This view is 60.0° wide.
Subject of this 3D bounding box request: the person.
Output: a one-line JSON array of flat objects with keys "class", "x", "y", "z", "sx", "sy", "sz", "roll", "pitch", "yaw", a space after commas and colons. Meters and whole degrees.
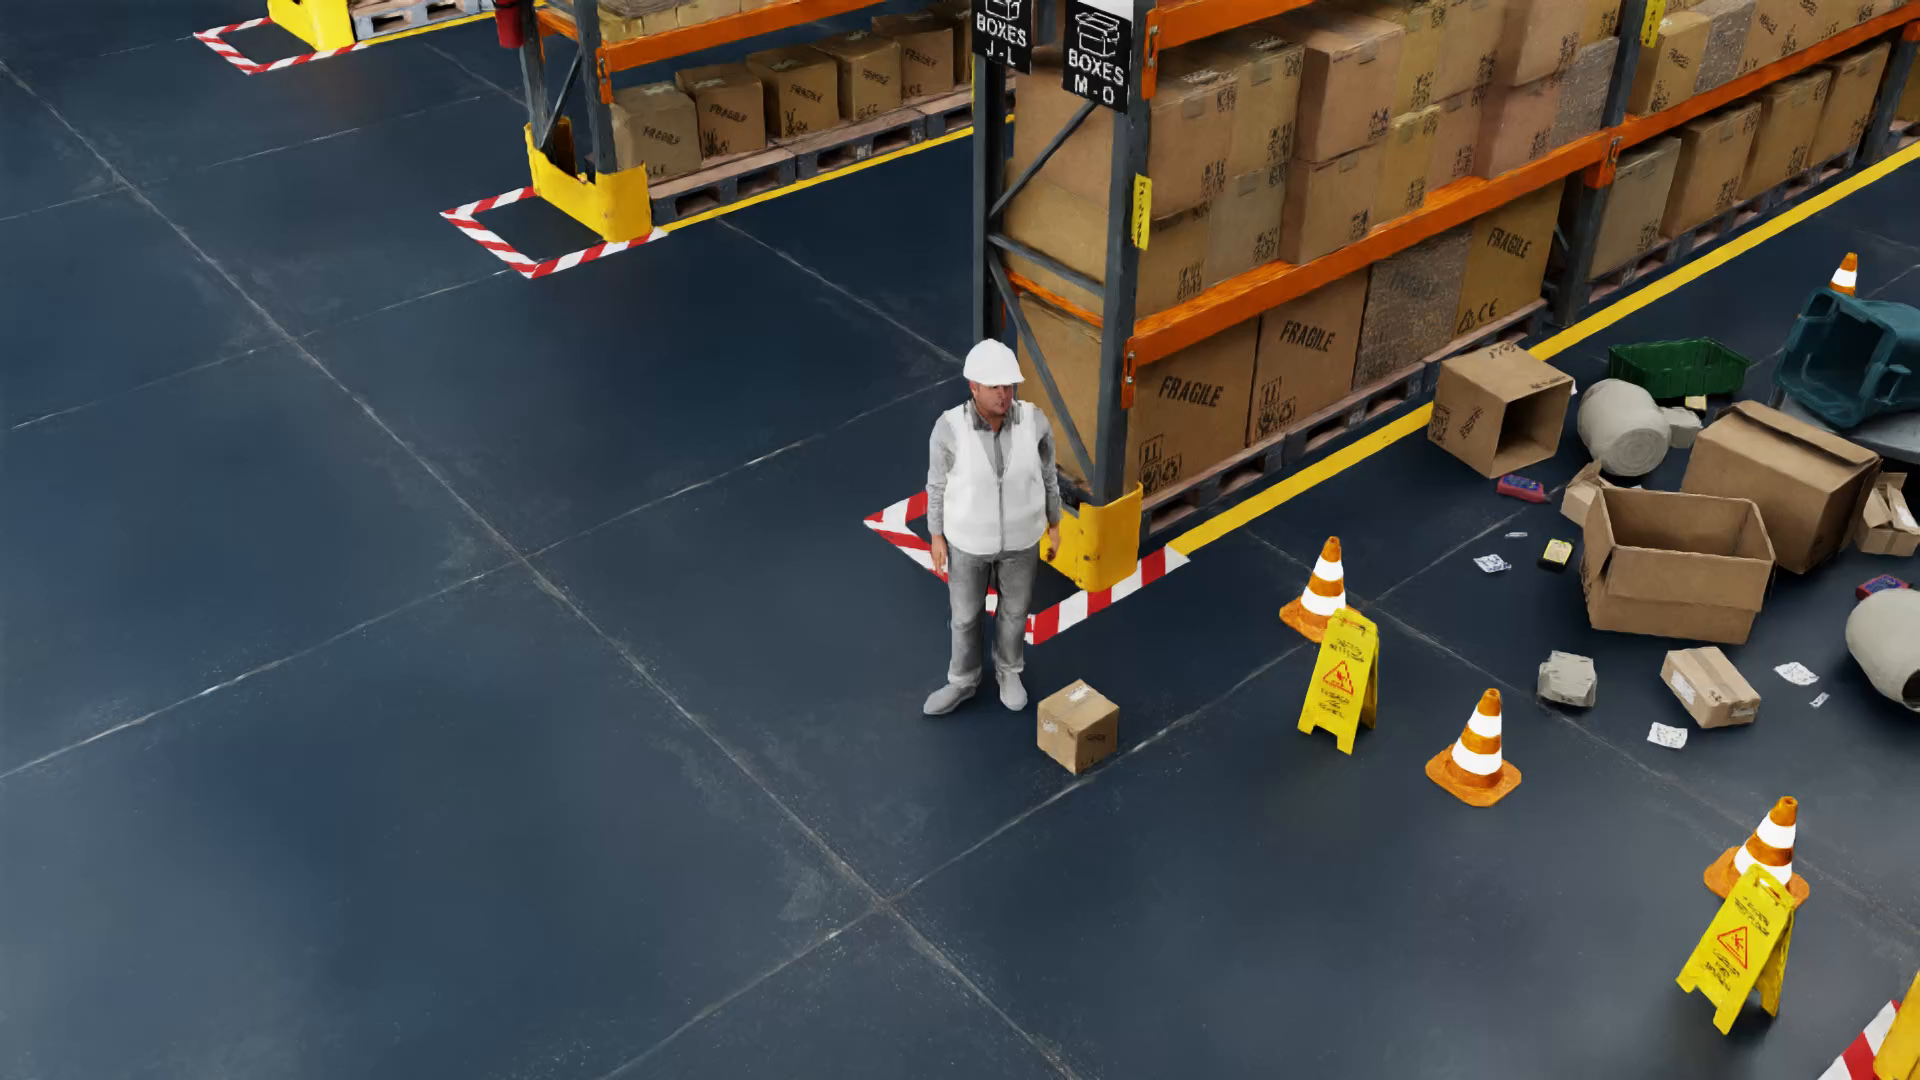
[{"class": "person", "x": 0.127, "y": -0.027, "z": 7.083, "sx": 0.637, "sy": 1.782, "sz": 0.365, "roll": -7, "pitch": 36, "yaw": -9}]
